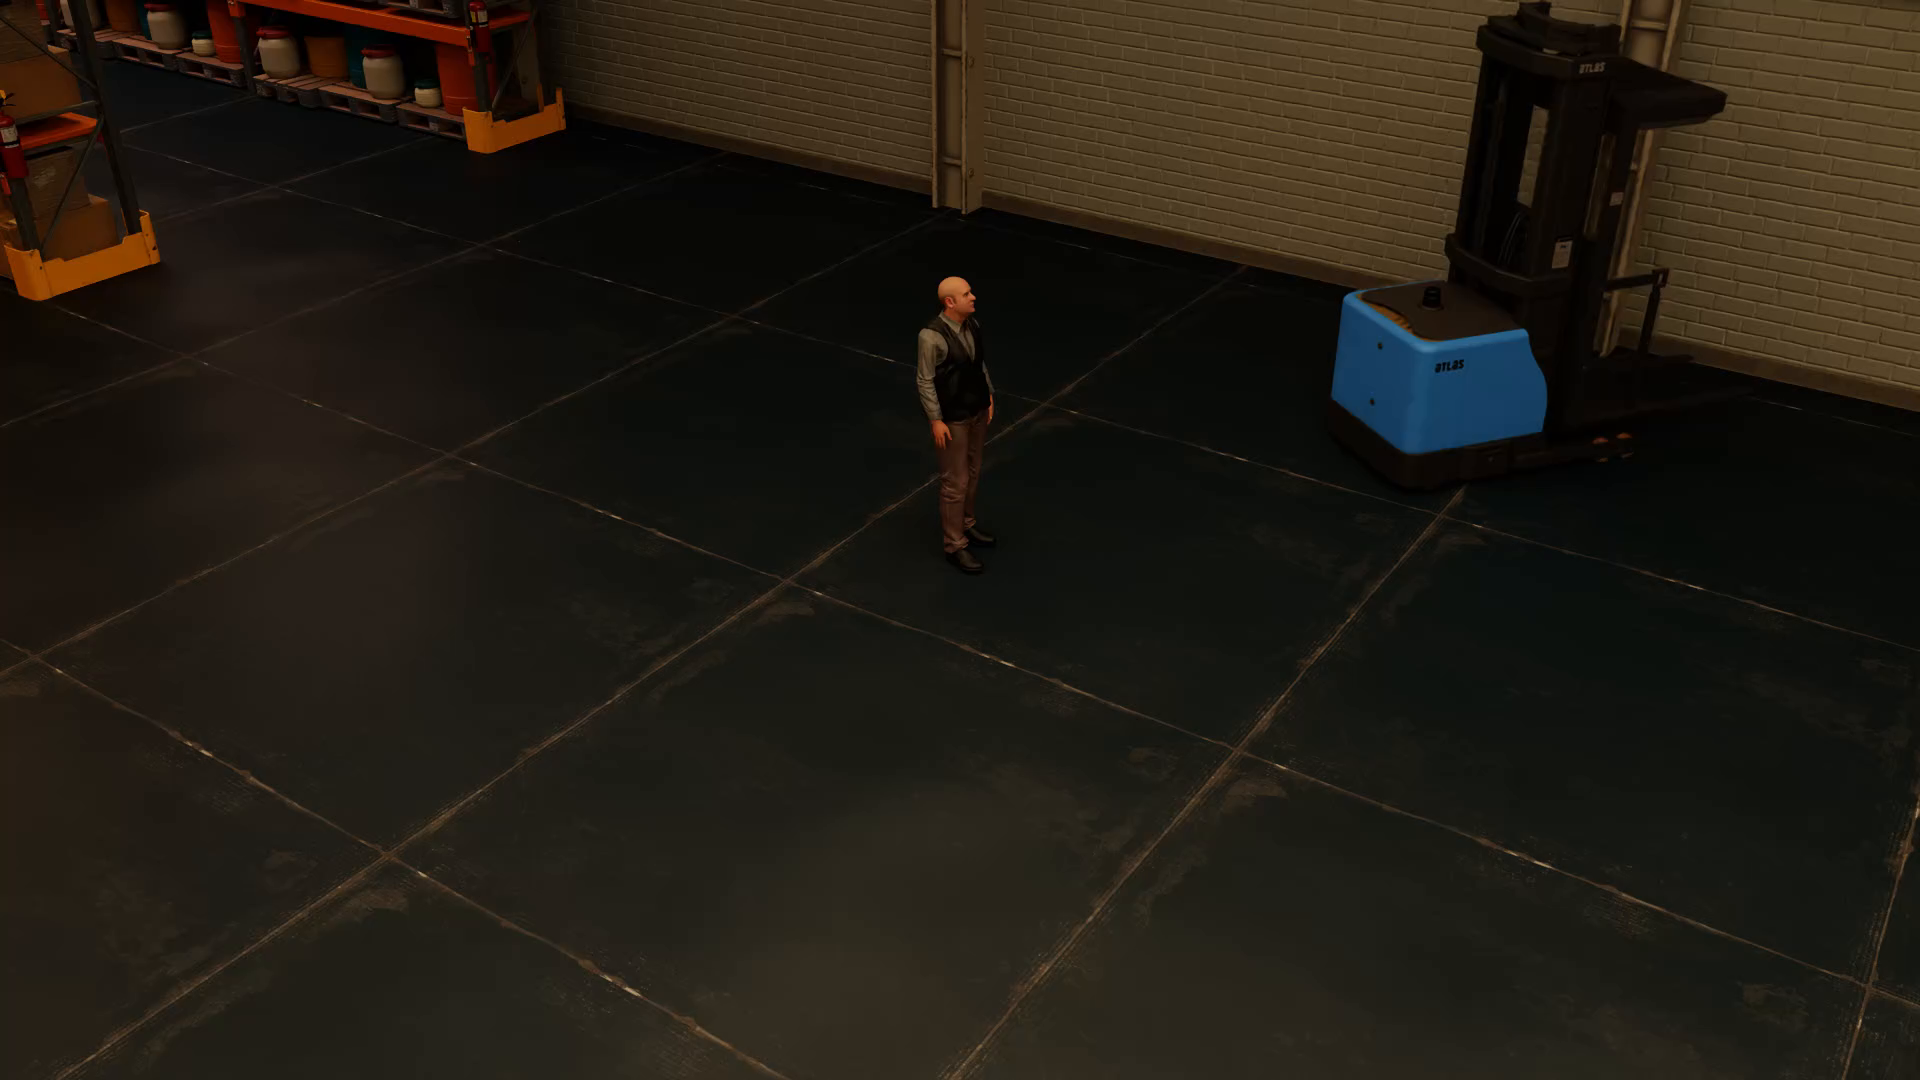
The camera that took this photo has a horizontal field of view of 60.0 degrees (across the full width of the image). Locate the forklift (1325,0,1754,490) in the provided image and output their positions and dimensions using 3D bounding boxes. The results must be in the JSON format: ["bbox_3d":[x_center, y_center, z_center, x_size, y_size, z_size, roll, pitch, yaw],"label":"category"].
[{"bbox_3d":[4.147,-2.042,11.097,3.031,2.935,1.130,-10,32,-17],"label":"forklift"}]

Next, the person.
[{"bbox_3d":[0.055,-0.728,10.025,0.551,1.722,0.633,19,35,29],"label":"person"}]
